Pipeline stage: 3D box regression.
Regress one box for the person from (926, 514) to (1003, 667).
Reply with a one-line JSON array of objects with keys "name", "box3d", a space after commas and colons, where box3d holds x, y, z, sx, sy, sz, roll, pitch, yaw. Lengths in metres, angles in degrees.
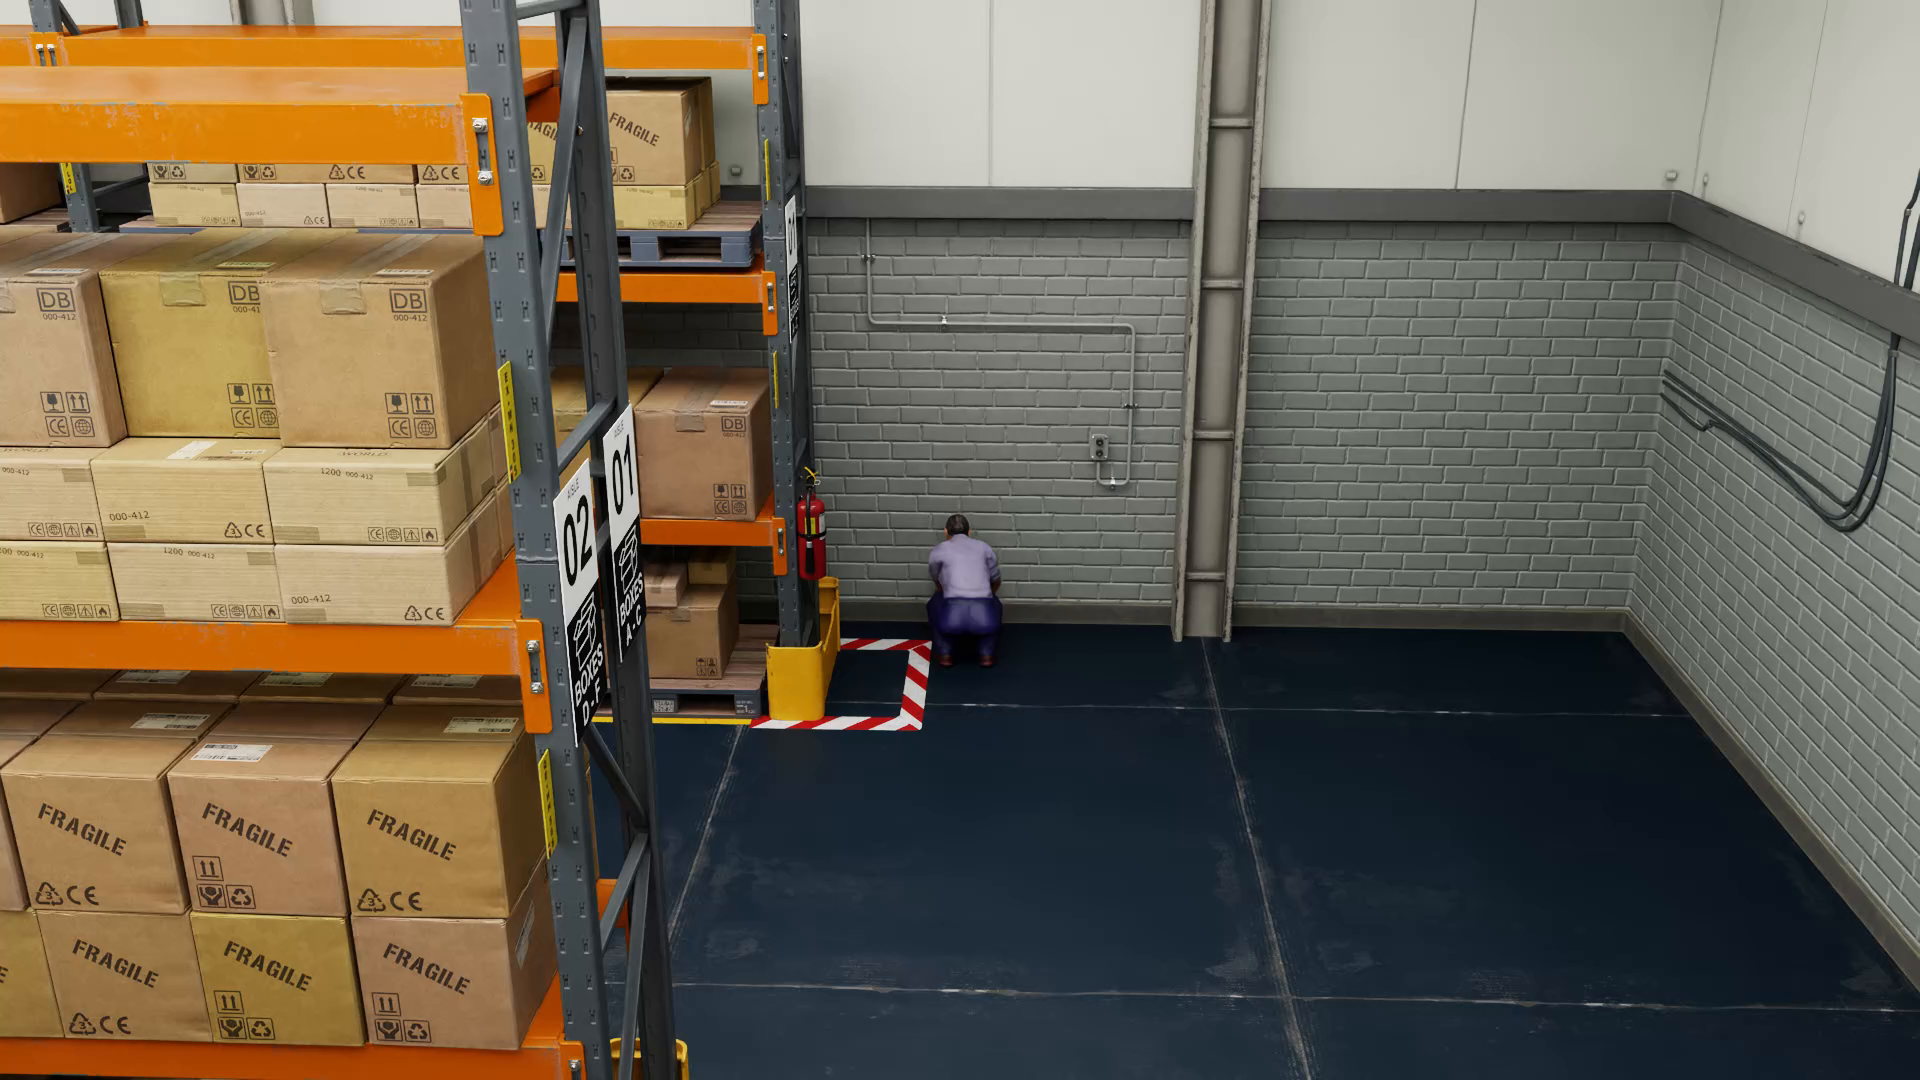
[{"name": "person", "box3d": [0.032, 0.336, 11.260, 0.529, 0.925, 0.838, 0, 21, -1]}]
